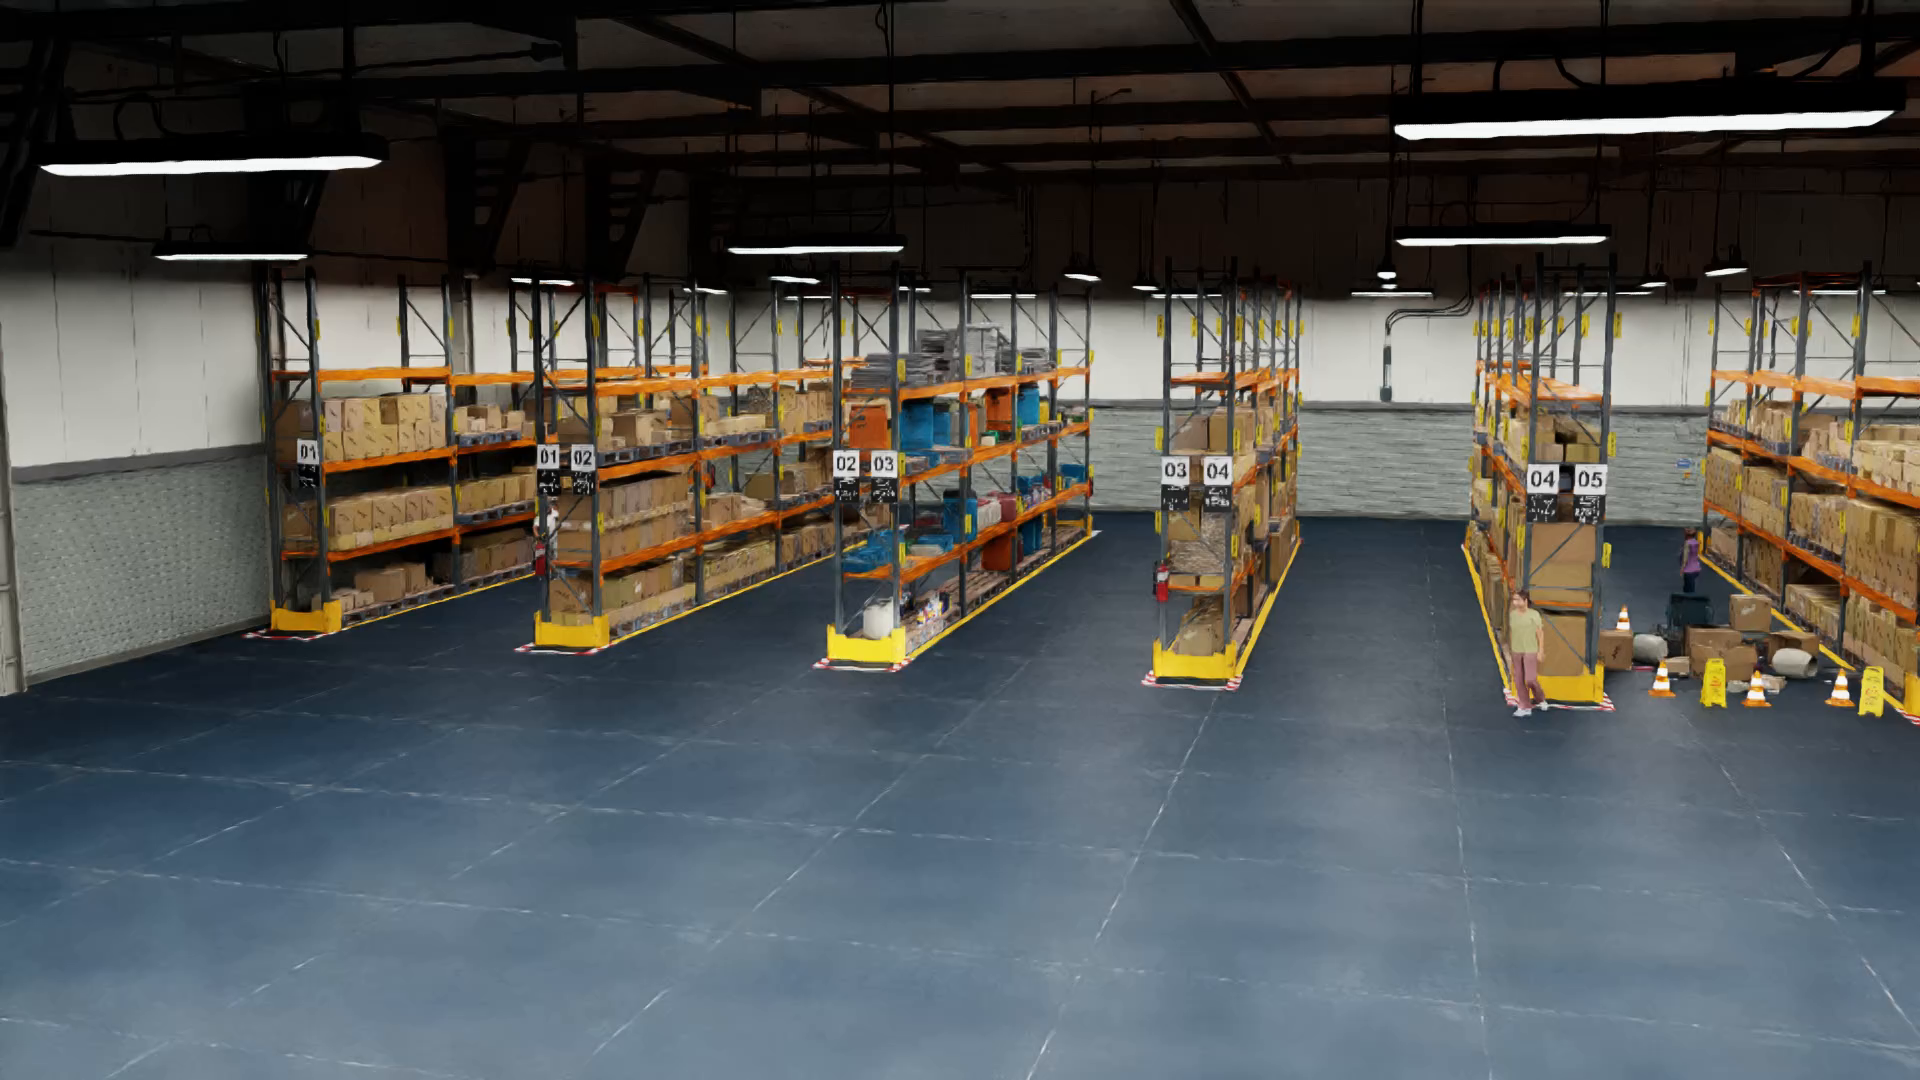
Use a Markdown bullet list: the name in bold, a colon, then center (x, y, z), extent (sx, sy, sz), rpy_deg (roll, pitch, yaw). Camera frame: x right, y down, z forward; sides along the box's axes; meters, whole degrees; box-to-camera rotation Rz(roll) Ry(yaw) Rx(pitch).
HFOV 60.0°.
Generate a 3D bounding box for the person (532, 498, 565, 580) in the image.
- **person**: center (-8.057, -0.005, 32.825), extent (0.700, 1.690, 0.863), rpy_deg (0, 7, -2)

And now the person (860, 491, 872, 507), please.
- **person**: center (-2.455, -1.706, 46.328), extent (0.454, 1.656, 0.642), rpy_deg (7, 10, 44)

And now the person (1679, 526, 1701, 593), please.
- **person**: center (12.613, 0.549, 28.823), extent (0.527, 1.592, 0.521), rpy_deg (7, 10, 43)

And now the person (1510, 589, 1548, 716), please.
- **person**: center (7.394, 1.450, 21.598), extent (0.502, 1.664, 0.520), rpy_deg (-6, 9, -38)
